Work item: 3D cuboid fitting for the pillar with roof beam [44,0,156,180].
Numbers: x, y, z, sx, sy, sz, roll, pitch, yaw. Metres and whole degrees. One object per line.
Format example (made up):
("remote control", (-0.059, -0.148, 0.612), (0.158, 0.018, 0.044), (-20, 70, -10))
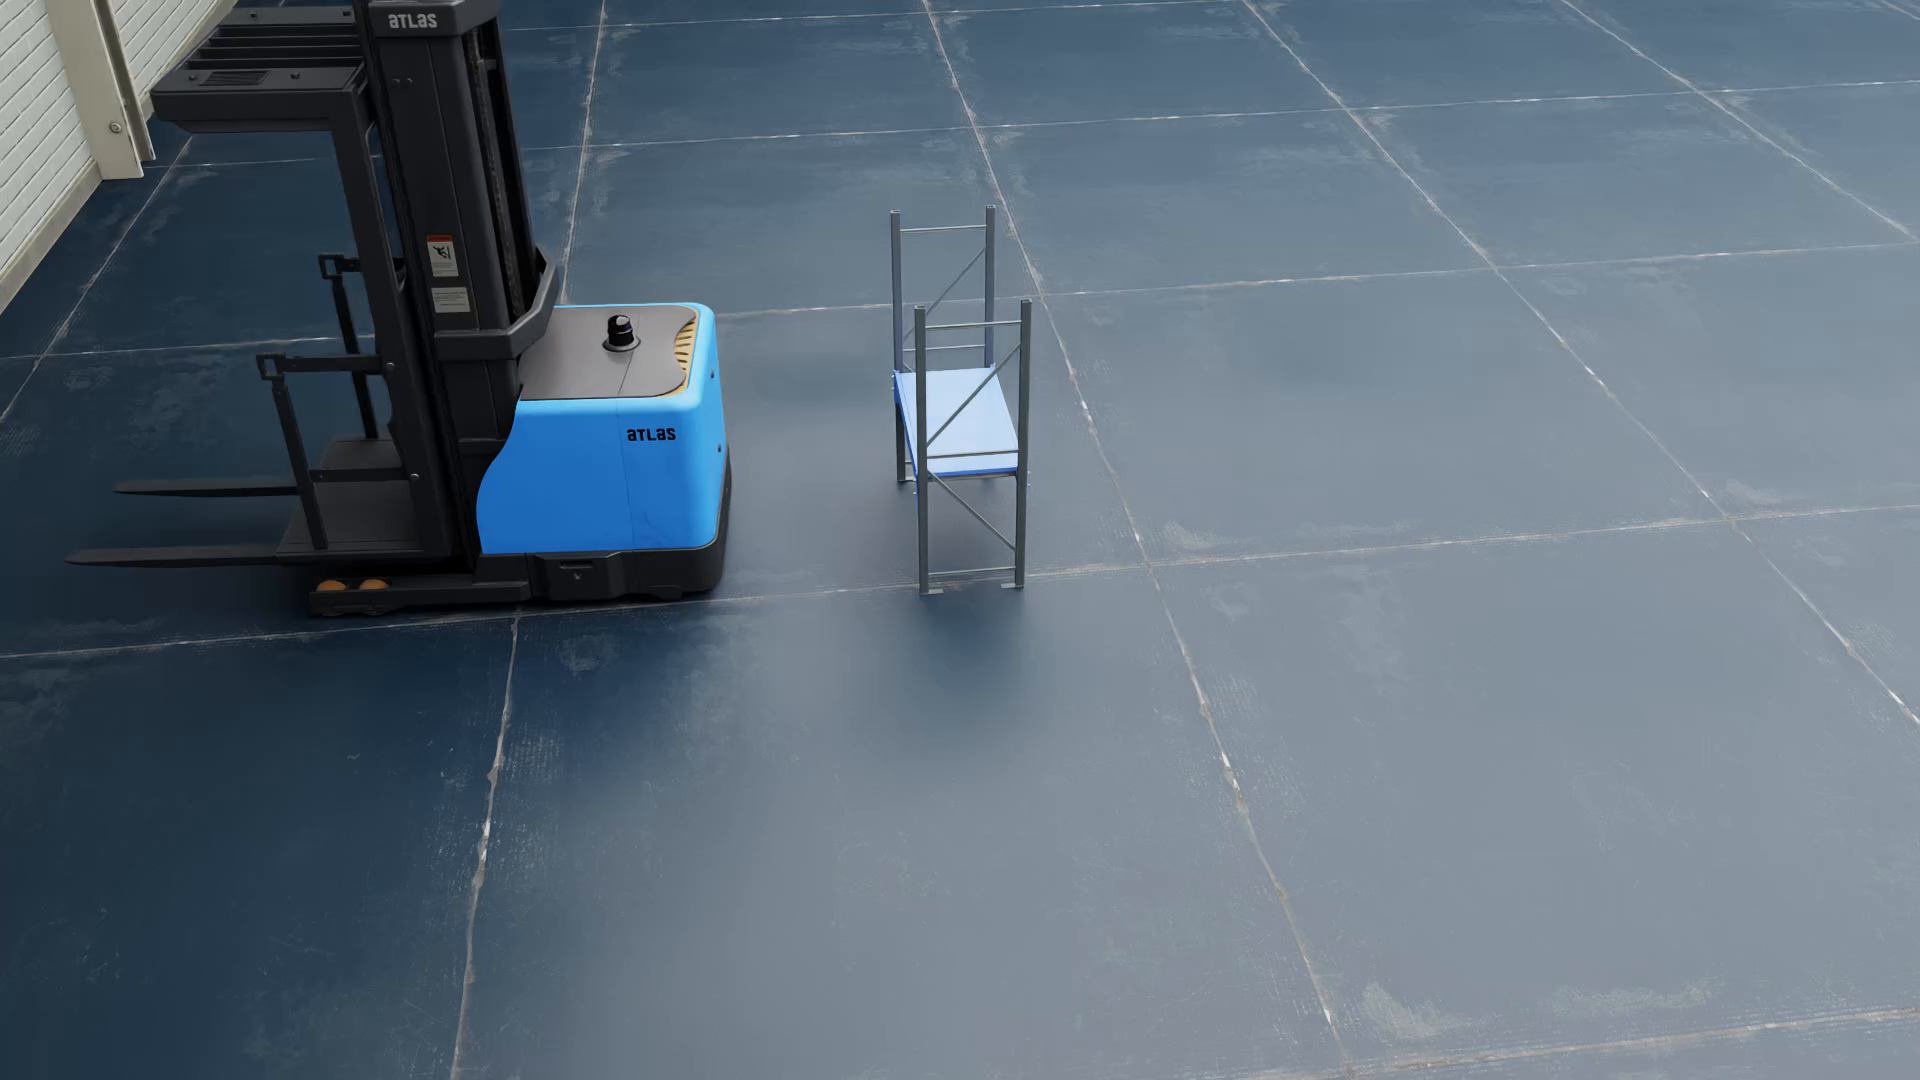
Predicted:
("pillar with roof beam", (-1.882, -6.788, 10.219), (9.100, 9.000, 0.400), (-4, 35, -6))

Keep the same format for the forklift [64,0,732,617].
("forklift", (-2.663, -1.163, 7.353), (3.031, 2.935, 1.130), (-2, 34, -3))

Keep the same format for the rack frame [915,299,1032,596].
("rack frame", (0.057, -0.384, 7.481), (0.500, 1.500, 0.032), (-4, 35, -6))

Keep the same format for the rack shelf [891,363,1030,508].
("rack shelf", (-0.011, -0.519, 7.999), (0.538, 0.185, 1.000), (-4, 35, -6))

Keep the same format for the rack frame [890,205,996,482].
("rack frame", (-0.080, -0.951, 8.314), (0.500, 1.500, 0.032), (-4, 35, -6))

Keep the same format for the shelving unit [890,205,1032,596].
("shelving unit", (-0.011, -0.667, 7.897), (0.538, 1.500, 1.048), (-4, 35, -6))
